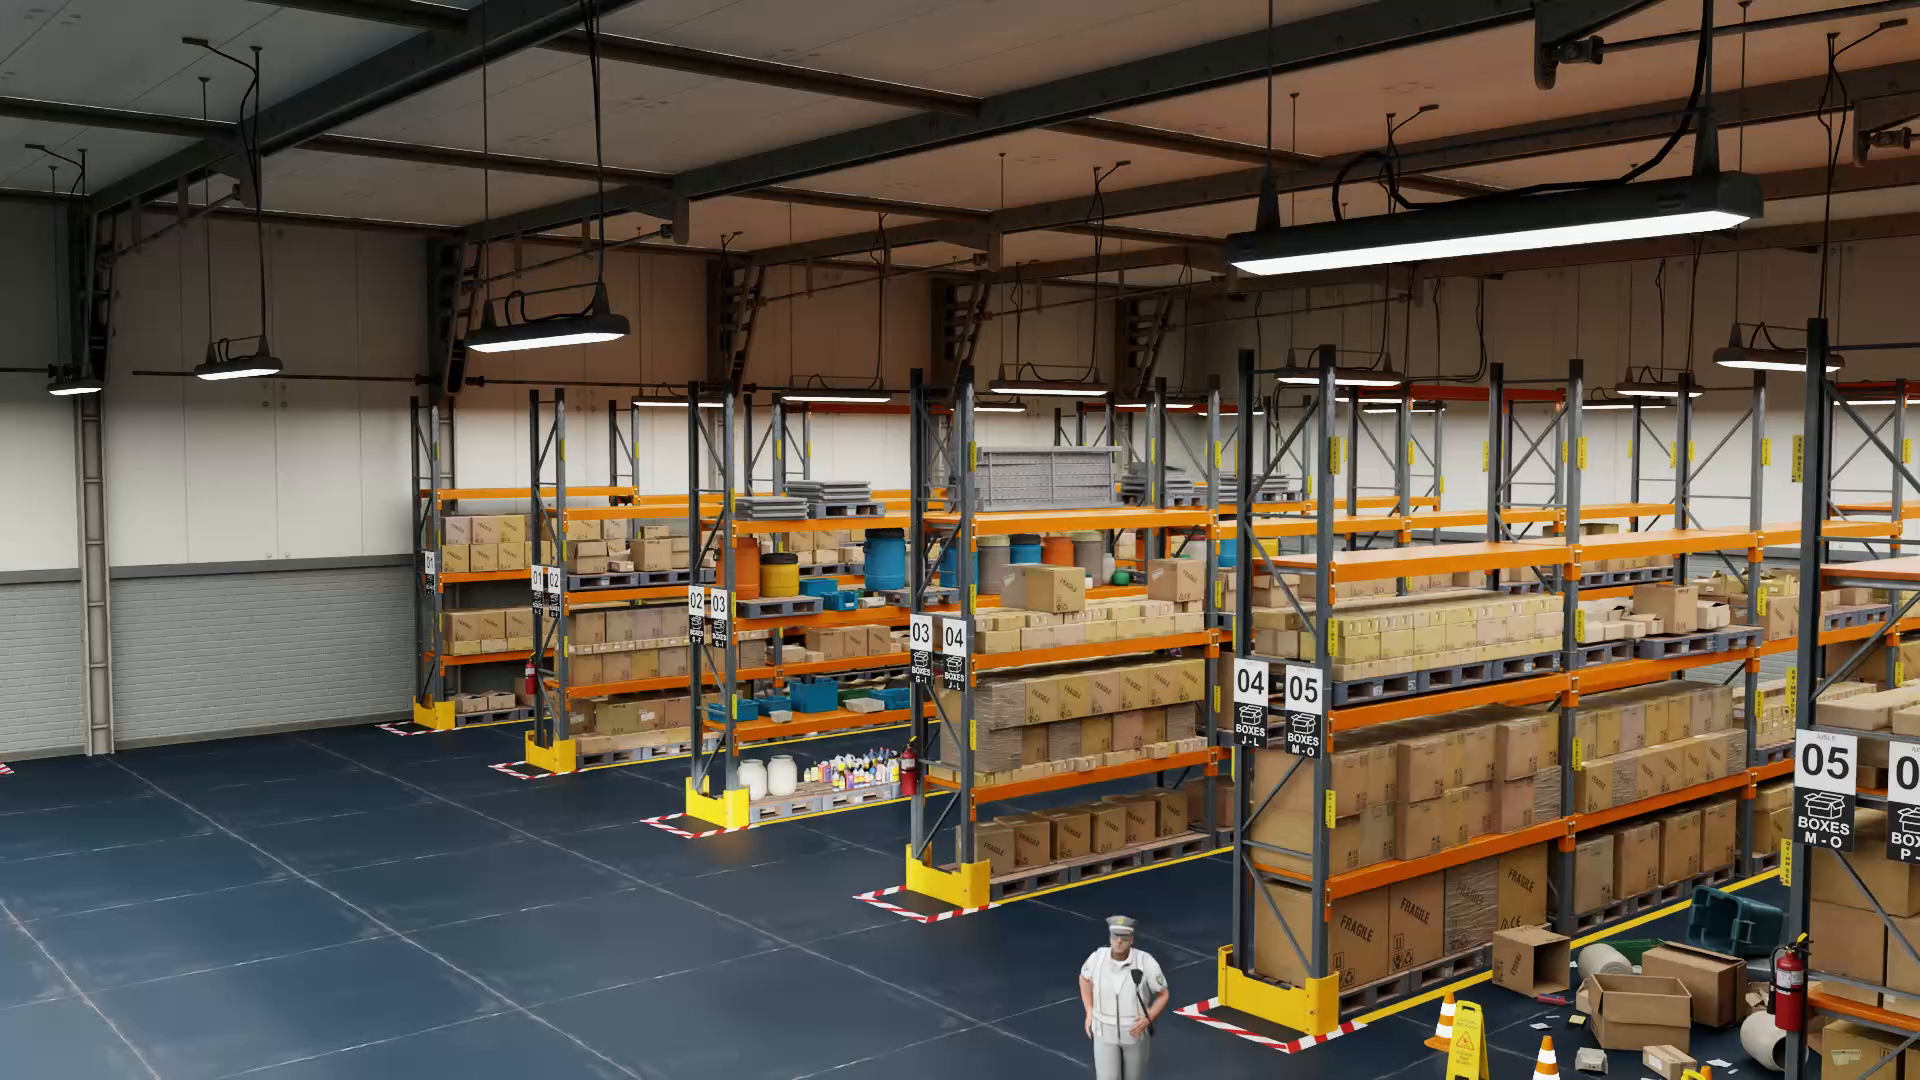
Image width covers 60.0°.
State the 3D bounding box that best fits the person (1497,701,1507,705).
[{"bbox_3d":[7.358,2.931,22.730,0.991,1.752,0.729,-3,4,-39],"label":"person"}]

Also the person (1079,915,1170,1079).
[{"bbox_3d":[1.184,3.574,12.062,0.671,1.791,0.912,1,3,10],"label":"person"}]
